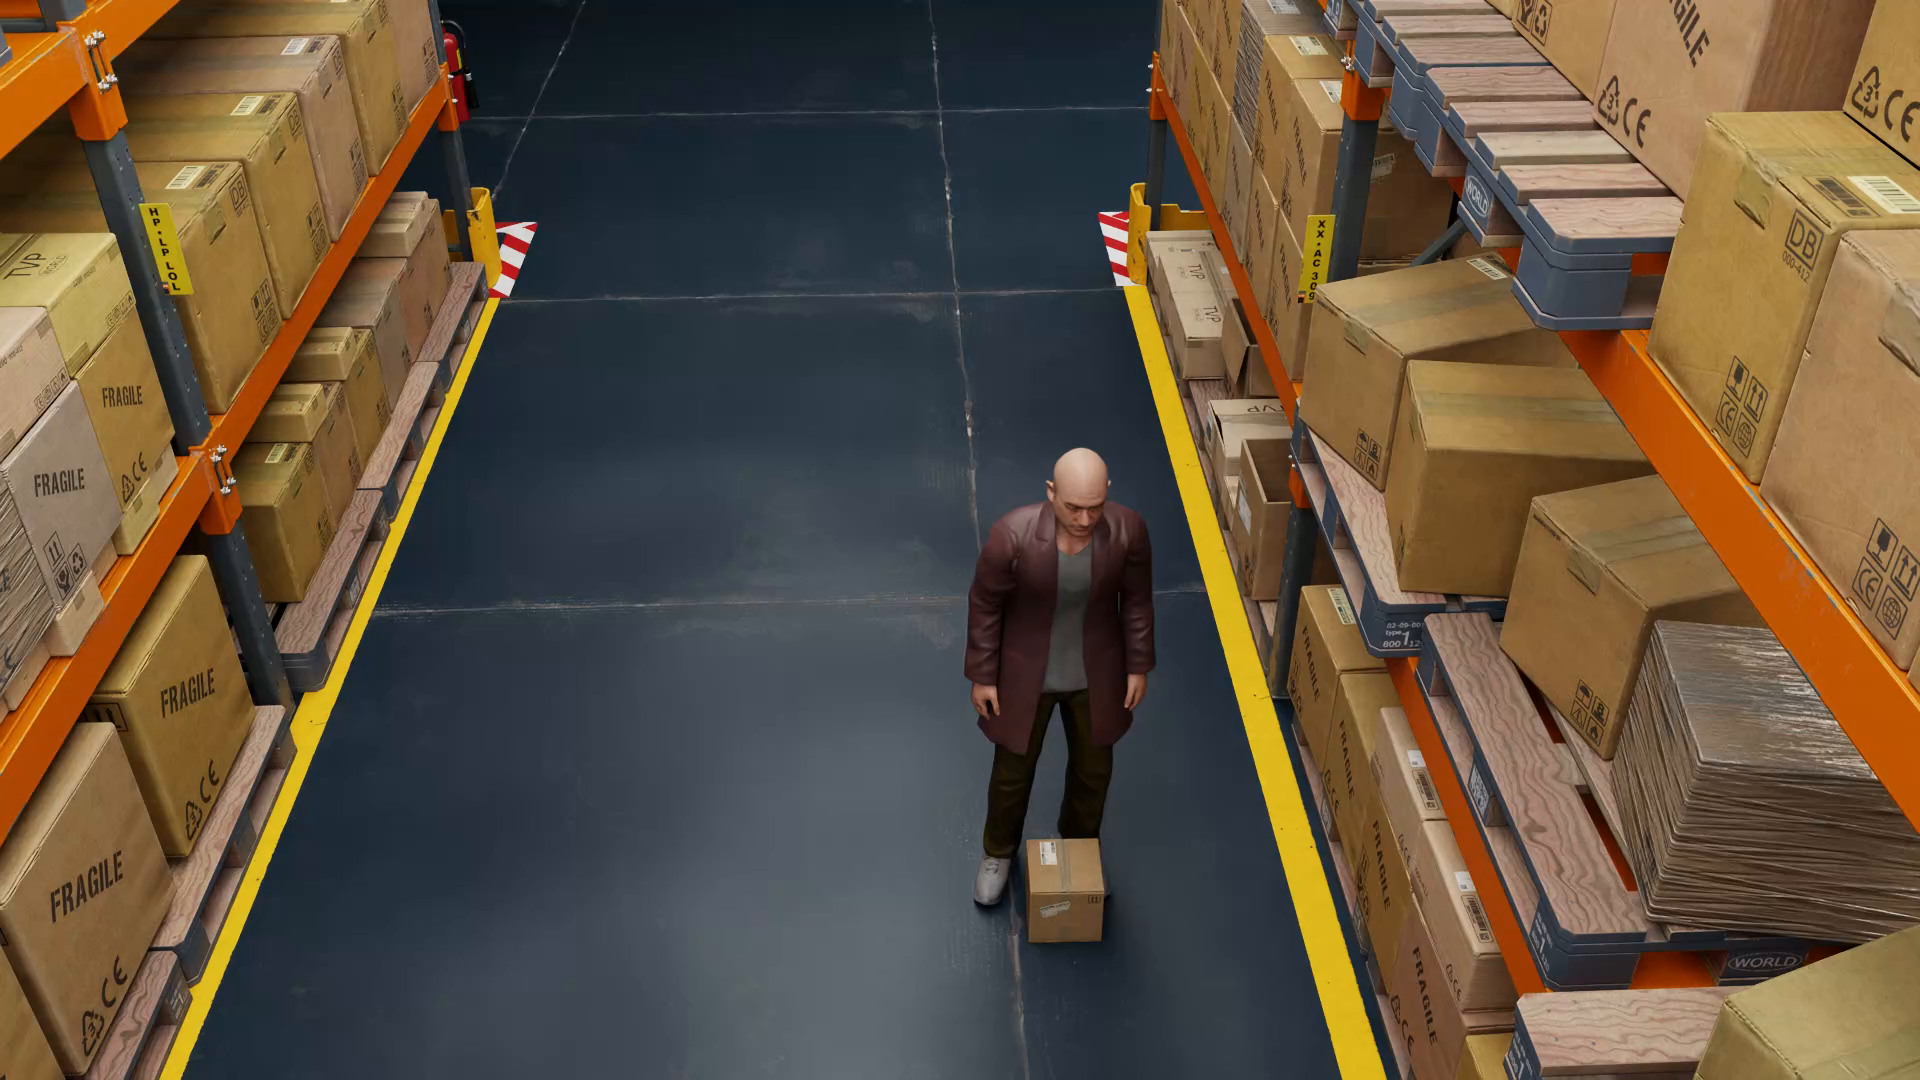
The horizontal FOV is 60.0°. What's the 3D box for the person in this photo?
[{"bbox_3d":[0.334,0.447,5.516,0.644,1.772,0.433,-3,35,-5],"label":"person"}]
